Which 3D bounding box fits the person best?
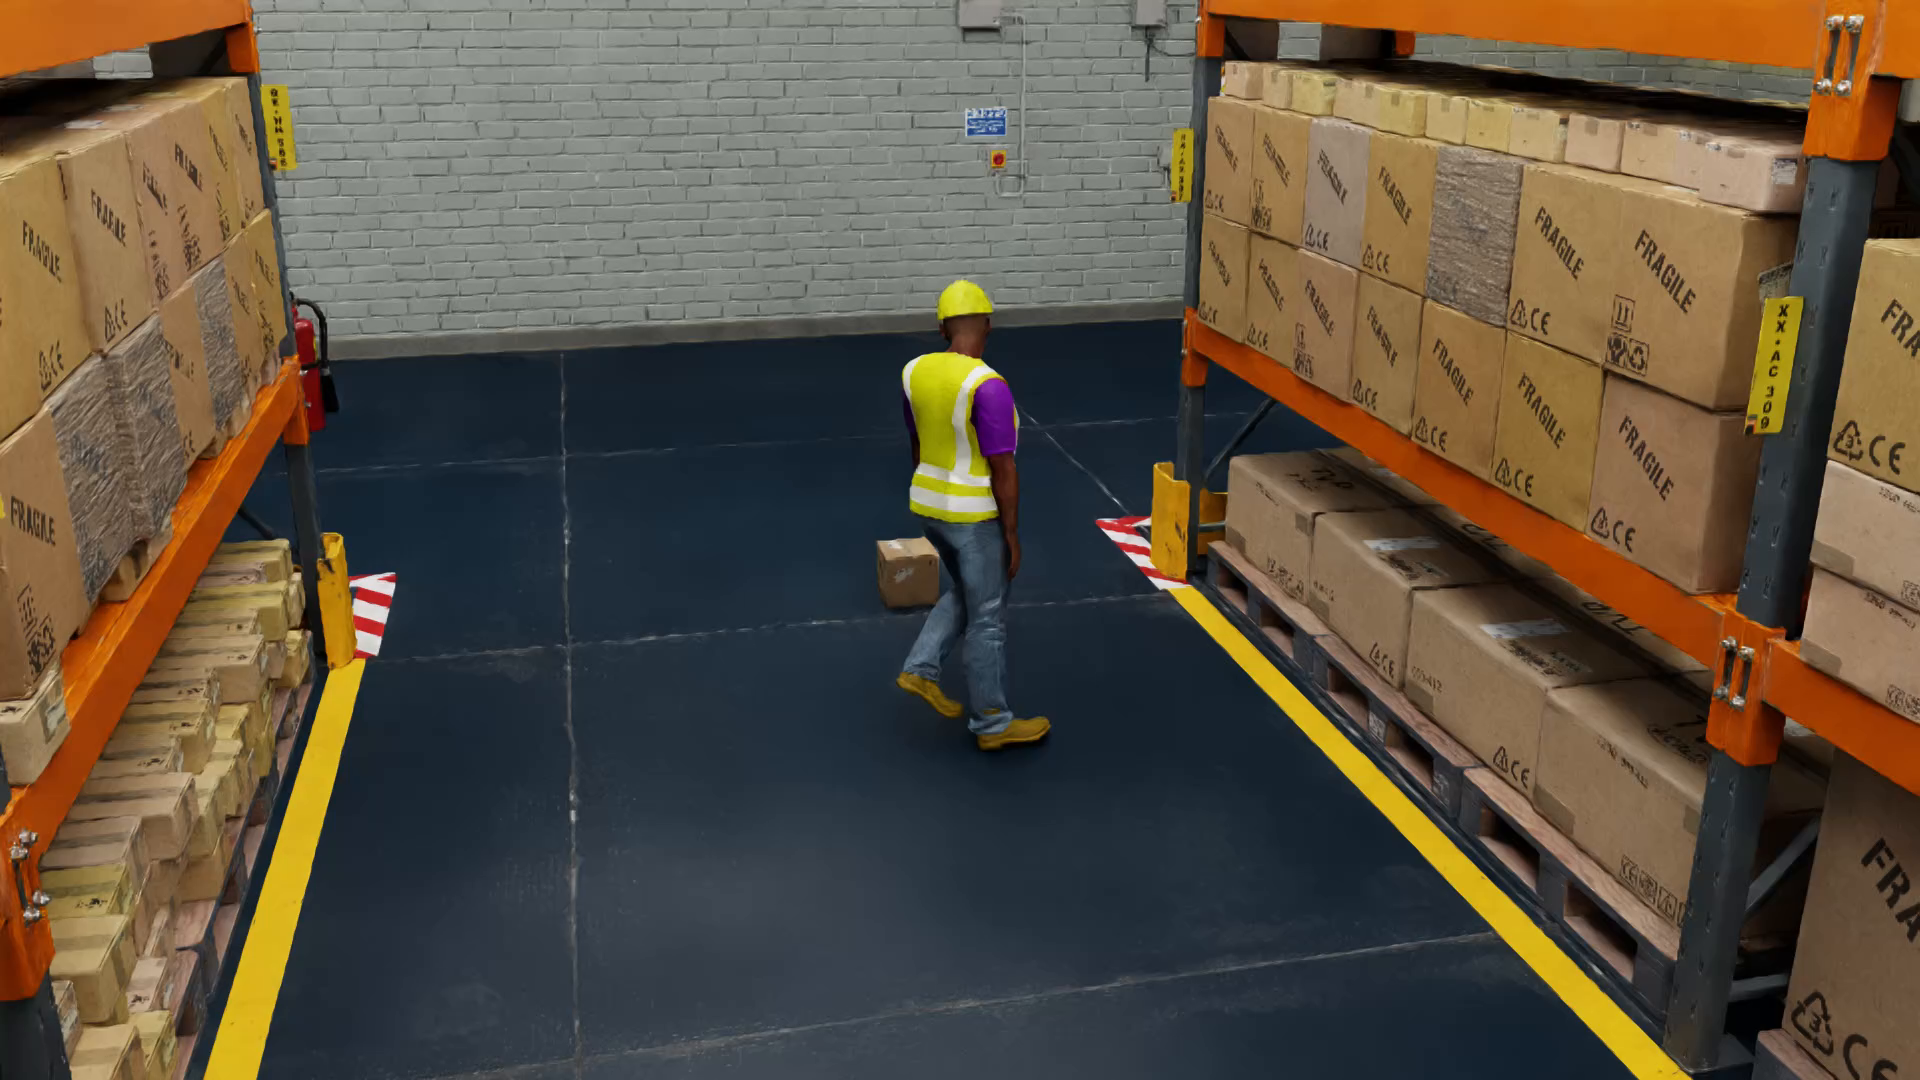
[{"bbox_3d":[-0.005,-0.092,6.269,0.494,1.758,0.635,-14,24,-35],"label":"person"}]
